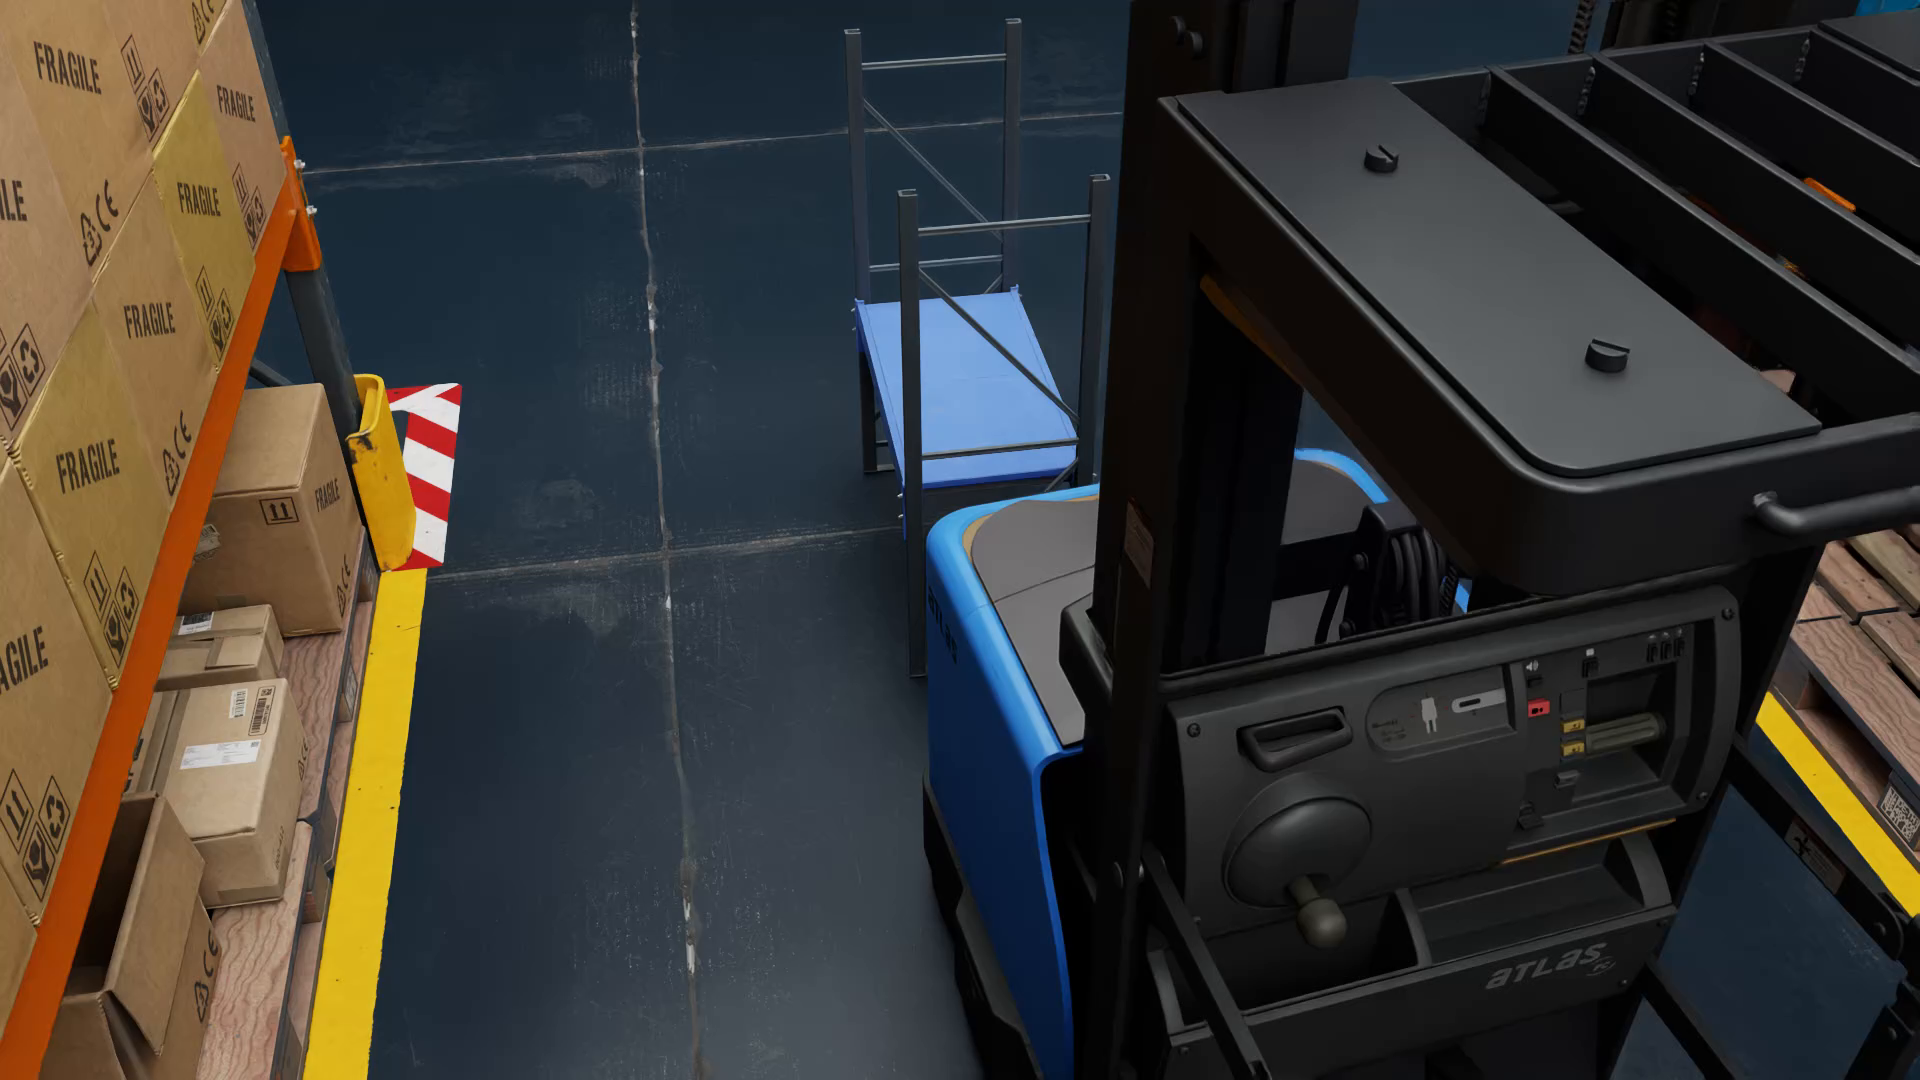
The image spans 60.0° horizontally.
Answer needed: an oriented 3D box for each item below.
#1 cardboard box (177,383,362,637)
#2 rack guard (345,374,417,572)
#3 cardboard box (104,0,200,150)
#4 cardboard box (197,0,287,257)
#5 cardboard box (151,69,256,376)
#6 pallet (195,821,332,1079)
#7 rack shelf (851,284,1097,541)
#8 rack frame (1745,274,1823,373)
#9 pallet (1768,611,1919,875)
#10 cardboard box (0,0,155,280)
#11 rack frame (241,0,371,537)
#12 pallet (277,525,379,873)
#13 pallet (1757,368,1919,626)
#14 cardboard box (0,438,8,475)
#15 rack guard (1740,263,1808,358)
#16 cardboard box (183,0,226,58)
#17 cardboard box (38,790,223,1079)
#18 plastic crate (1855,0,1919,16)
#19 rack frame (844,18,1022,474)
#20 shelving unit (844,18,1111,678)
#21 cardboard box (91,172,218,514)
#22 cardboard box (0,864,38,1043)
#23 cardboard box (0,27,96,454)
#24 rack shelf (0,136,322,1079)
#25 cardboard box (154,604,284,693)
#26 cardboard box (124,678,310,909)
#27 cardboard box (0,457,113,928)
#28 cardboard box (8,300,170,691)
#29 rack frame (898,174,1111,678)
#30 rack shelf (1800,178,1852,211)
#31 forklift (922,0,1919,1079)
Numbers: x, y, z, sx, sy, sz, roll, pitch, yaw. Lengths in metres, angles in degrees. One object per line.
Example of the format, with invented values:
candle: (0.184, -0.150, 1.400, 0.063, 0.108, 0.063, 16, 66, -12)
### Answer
cardboard box: (-1.983, -0.068, 4.572, 0.500, 0.500, 0.500, -6, 38, -8)
rack guard: (-2.307, -0.150, 5.036, 1.175, 0.500, 0.348, -6, 38, -8)
cardboard box: (-1.882, -1.074, 3.290, 0.500, 0.500, 0.500, -5, 38, -7)
cardboard box: (-1.974, -0.982, 3.987, 0.500, 0.500, 0.500, -5, 38, -7)
cardboard box: (-1.880, -0.669, 3.584, 0.500, 0.500, 0.500, -6, 38, -8)
pallet: (-1.956, 1.180, 3.559, 1.003, 0.211, 1.213, -6, 38, -8)
rack shelf: (0.015, -0.399, 4.834, 0.538, 0.185, 1.000, -6, 38, -8)
rack frame: (2.557, -1.714, 5.011, 1.000, 3.000, 0.127, -6, 38, -8)
pallet: (2.874, 0.625, 4.274, 1.003, 0.211, 1.213, -6, 38, -8)
cardboard box: (-1.787, -0.761, 2.888, 0.500, 0.500, 0.500, -5, 38, -7)
rack frame: (-2.321, -1.184, 4.328, 1.000, 3.000, 0.127, -6, 38, -8)
pallet: (-2.166, 0.445, 4.505, 1.003, 0.211, 1.213, -6, 38, -8)
pallet: (2.663, -0.111, 5.220, 1.003, 0.211, 1.213, -6, 38, -8)
cardboard box: (-1.605, -0.139, 2.087, 0.500, 0.500, 0.500, -7, 38, -9)
rack guard: (2.540, -0.740, 5.795, 1.175, 0.500, 0.348, -6, 38, -8)
cardboard box: (-1.972, -1.379, 3.683, 0.500, 0.500, 0.500, -7, 38, -8)
cardboard box: (-1.954, 0.910, 3.309, 0.797, 0.503, 0.637, -6, 38, -8)
plastic crate: (2.799, -1.570, 4.748, 0.616, 0.435, 0.499, -6, 38, -8)
rack frame: (-0.074, -0.848, 5.119, 0.500, 1.500, 0.032, -6, 38, -8)
shelving unit: (0.015, -0.541, 4.724, 0.538, 1.500, 1.048, -6, 38, -8)
cardboard box: (-1.798, -0.367, 3.196, 0.500, 0.500, 0.500, -6, 38, -8)
cardboard box: (-1.533, 0.547, 2.020, 0.500, 0.500, 0.500, -6, 38, -7)
cardboard box: (-1.697, -0.451, 2.489, 0.500, 0.500, 0.500, -5, 38, -7)
rack shelf: (-1.970, 0.309, 2.994, 1.077, 0.370, 4.000, -6, 38, -8)
cardboard box: (-2.000, 0.318, 4.347, 0.380, 0.166, 0.250, -6, 38, -8)
cardboard box: (-1.846, 0.608, 3.906, 0.500, 0.250, 0.500, -6, 38, -8)
cardboard box: (-1.619, 0.245, 2.409, 0.500, 0.500, 0.500, -6, 38, -8)
cardboard box: (-1.709, -0.062, 2.804, 0.500, 0.500, 0.500, -7, 38, -9)
rack frame: (0.104, -0.234, 4.328, 0.500, 1.500, 0.032, -6, 38, -8)
rack shelf: (2.907, -0.222, 3.677, 1.077, 0.370, 4.000, -6, 38, -8)
forklift: (0.821, 0.412, 2.330, 1.130, 2.935, 3.031, -10, 39, -13)
